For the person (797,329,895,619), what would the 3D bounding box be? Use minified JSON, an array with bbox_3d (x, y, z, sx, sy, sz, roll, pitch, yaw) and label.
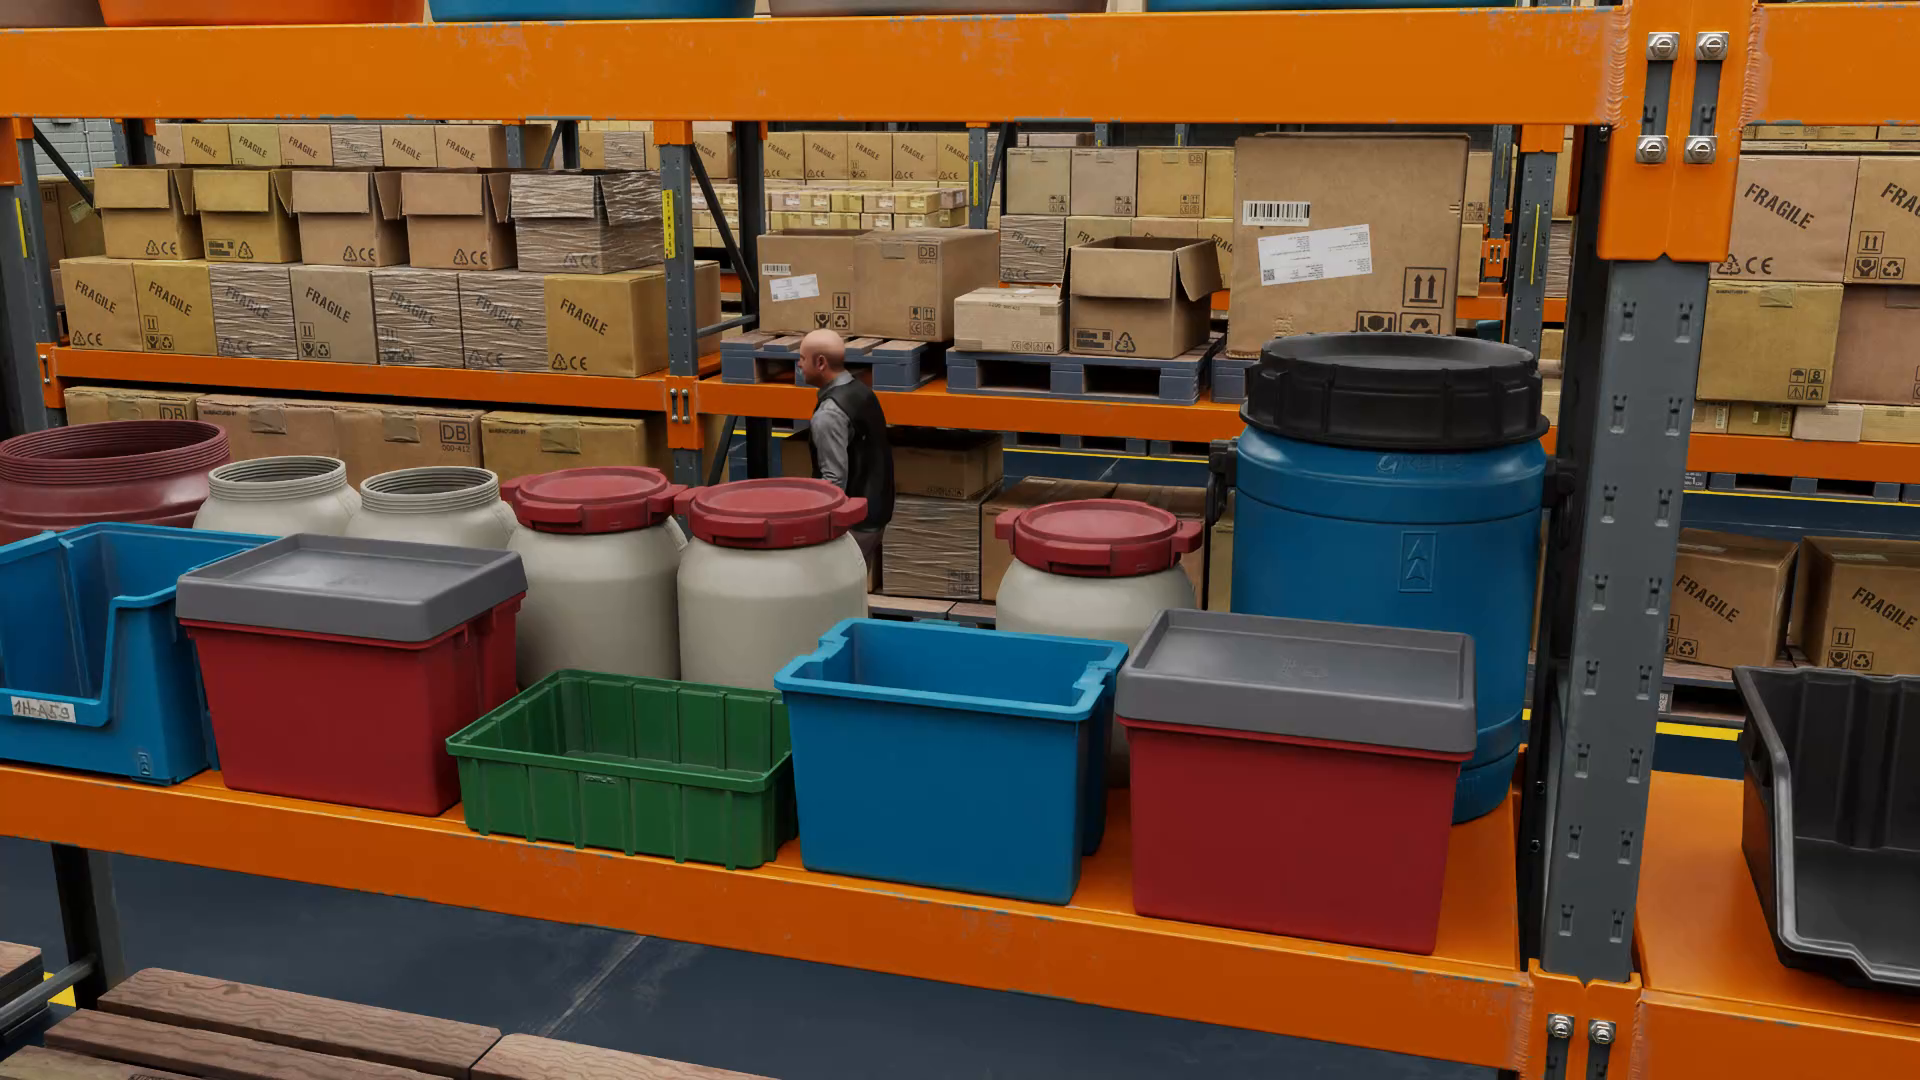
[{"bbox_3d":[-0.506,-0.072,7.337,0.425,1.719,0.578,4,15,14],"label":"person"}]
